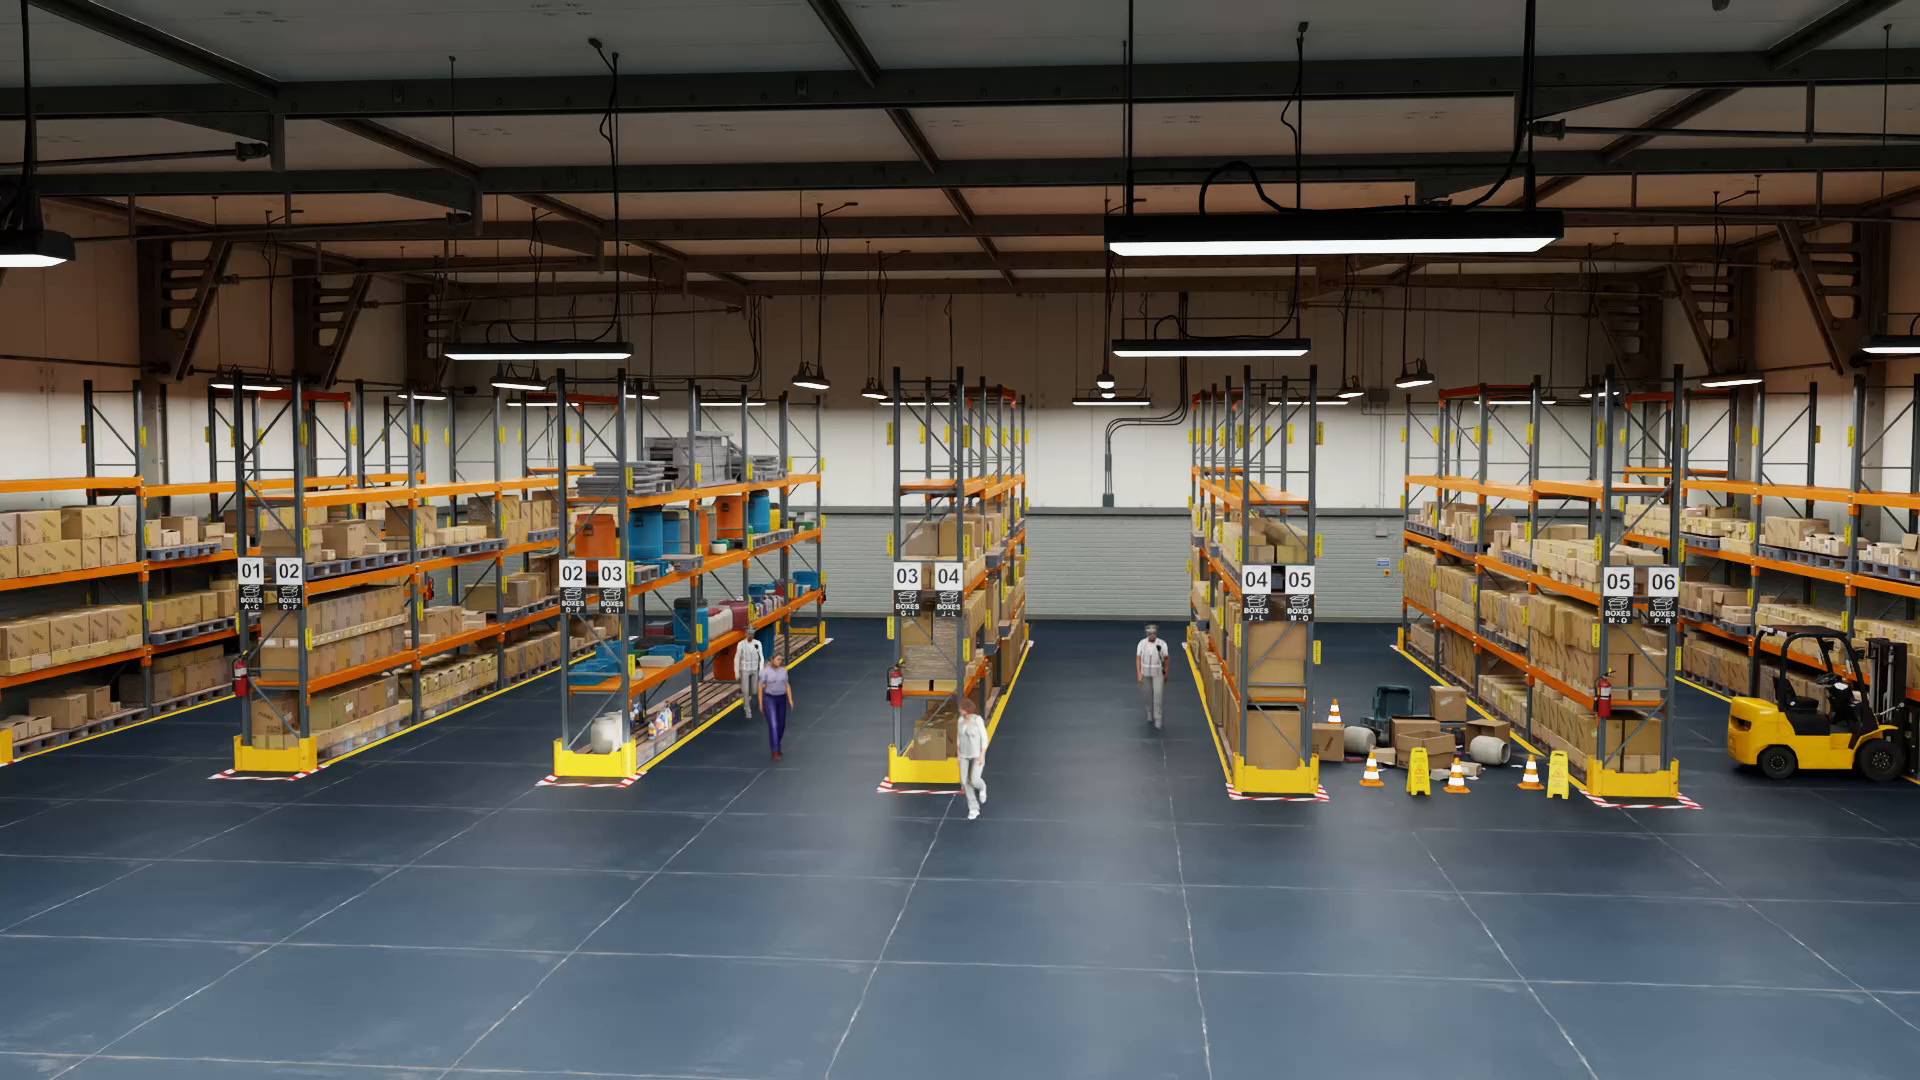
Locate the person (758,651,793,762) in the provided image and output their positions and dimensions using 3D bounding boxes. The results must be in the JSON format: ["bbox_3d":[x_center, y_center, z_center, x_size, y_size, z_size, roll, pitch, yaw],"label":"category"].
[{"bbox_3d":[-2.835,2.579,25.969,0.504,1.666,0.682,-3,4,-36],"label":"person"}]

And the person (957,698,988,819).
[{"bbox_3d":[0.167,2.864,21.941,0.481,1.569,0.490,2,4,29],"label":"person"}]

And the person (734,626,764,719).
[{"bbox_3d":[-3.729,2.317,29.574,0.504,1.598,0.997,-2,4,-28],"label":"person"}]

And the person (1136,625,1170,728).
[{"bbox_3d":[3.322,2.324,28.849,0.553,1.719,0.918,1,4,18],"label":"person"}]
